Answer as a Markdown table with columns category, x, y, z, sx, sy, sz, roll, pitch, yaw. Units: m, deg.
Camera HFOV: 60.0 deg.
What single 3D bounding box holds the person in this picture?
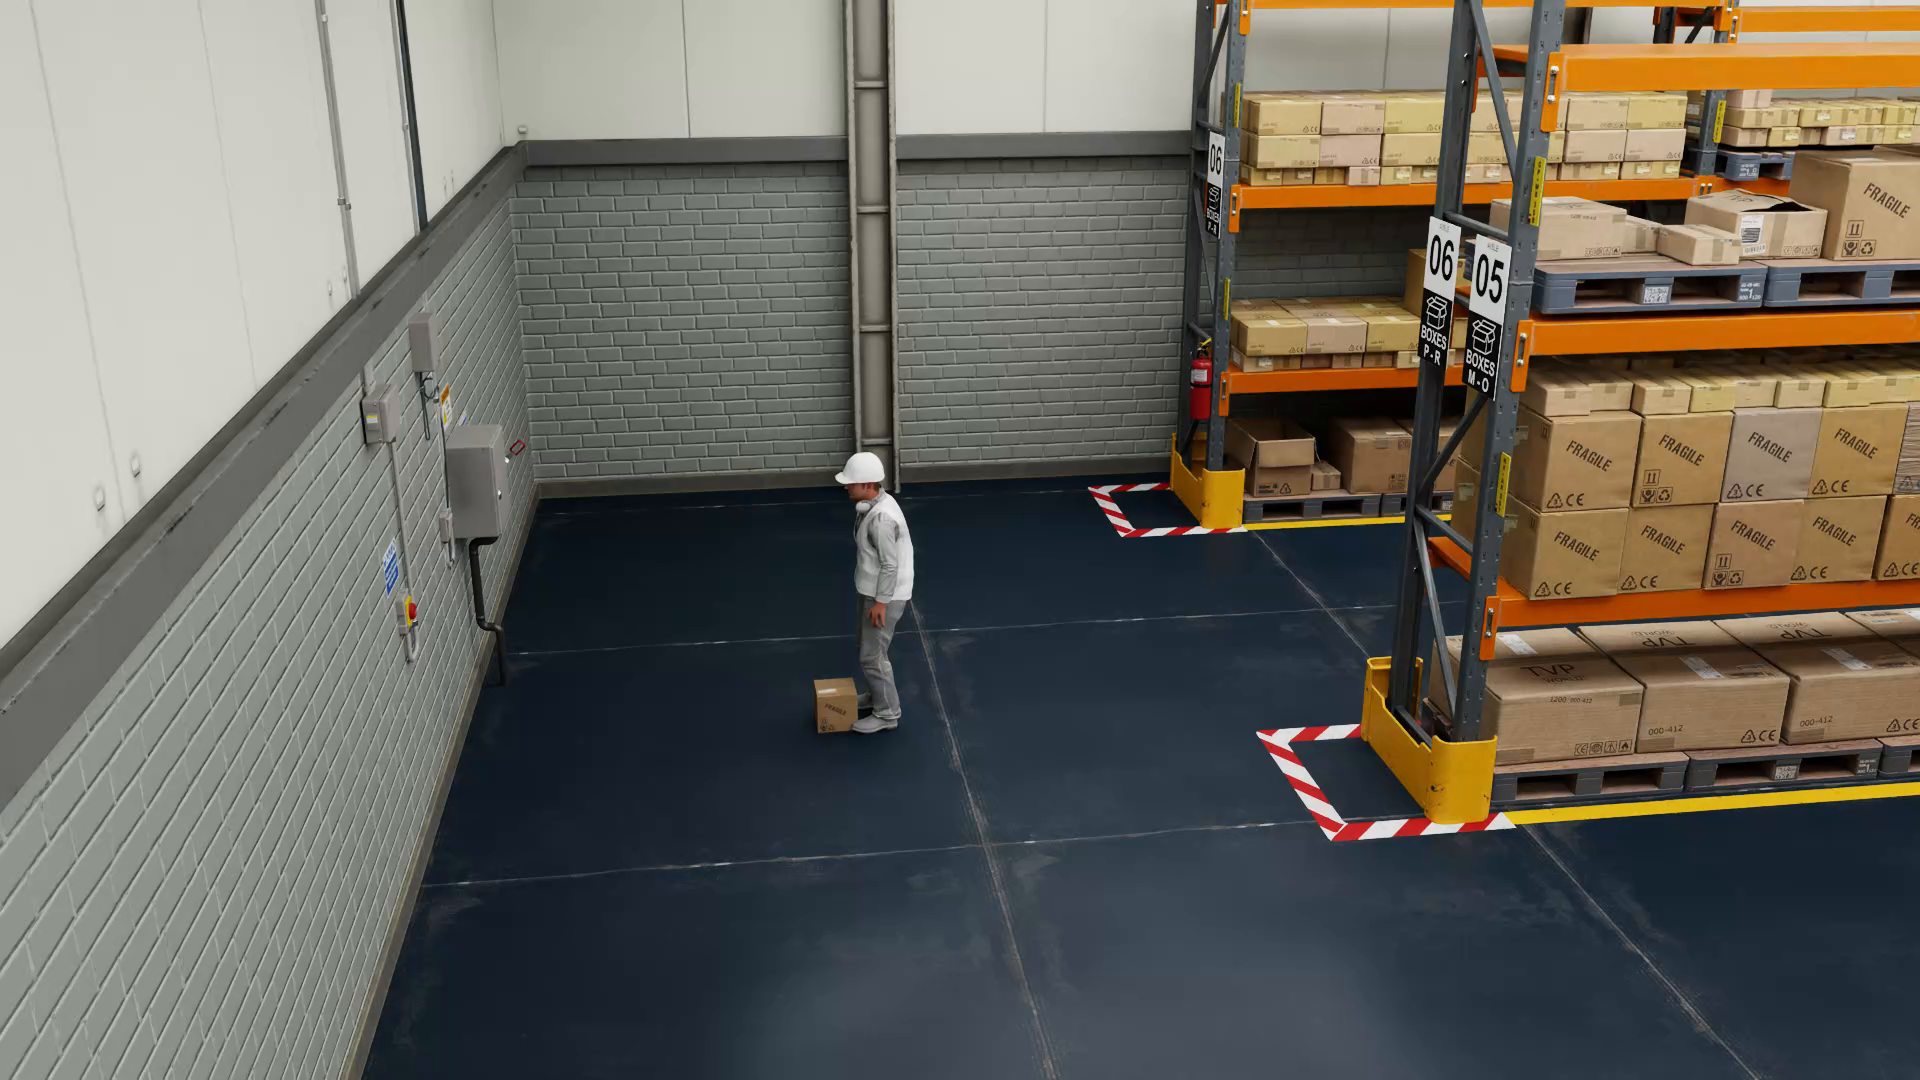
| category | x | y | z | sx | sy | sz | roll | pitch | yaw |
| --- | --- | --- | --- | --- | --- | --- | --- | --- | --- |
| person | -0.518 | 0.305 | 10.191 | 0.463 | 1.770 | 0.584 | -4 | 20 | -11 |
